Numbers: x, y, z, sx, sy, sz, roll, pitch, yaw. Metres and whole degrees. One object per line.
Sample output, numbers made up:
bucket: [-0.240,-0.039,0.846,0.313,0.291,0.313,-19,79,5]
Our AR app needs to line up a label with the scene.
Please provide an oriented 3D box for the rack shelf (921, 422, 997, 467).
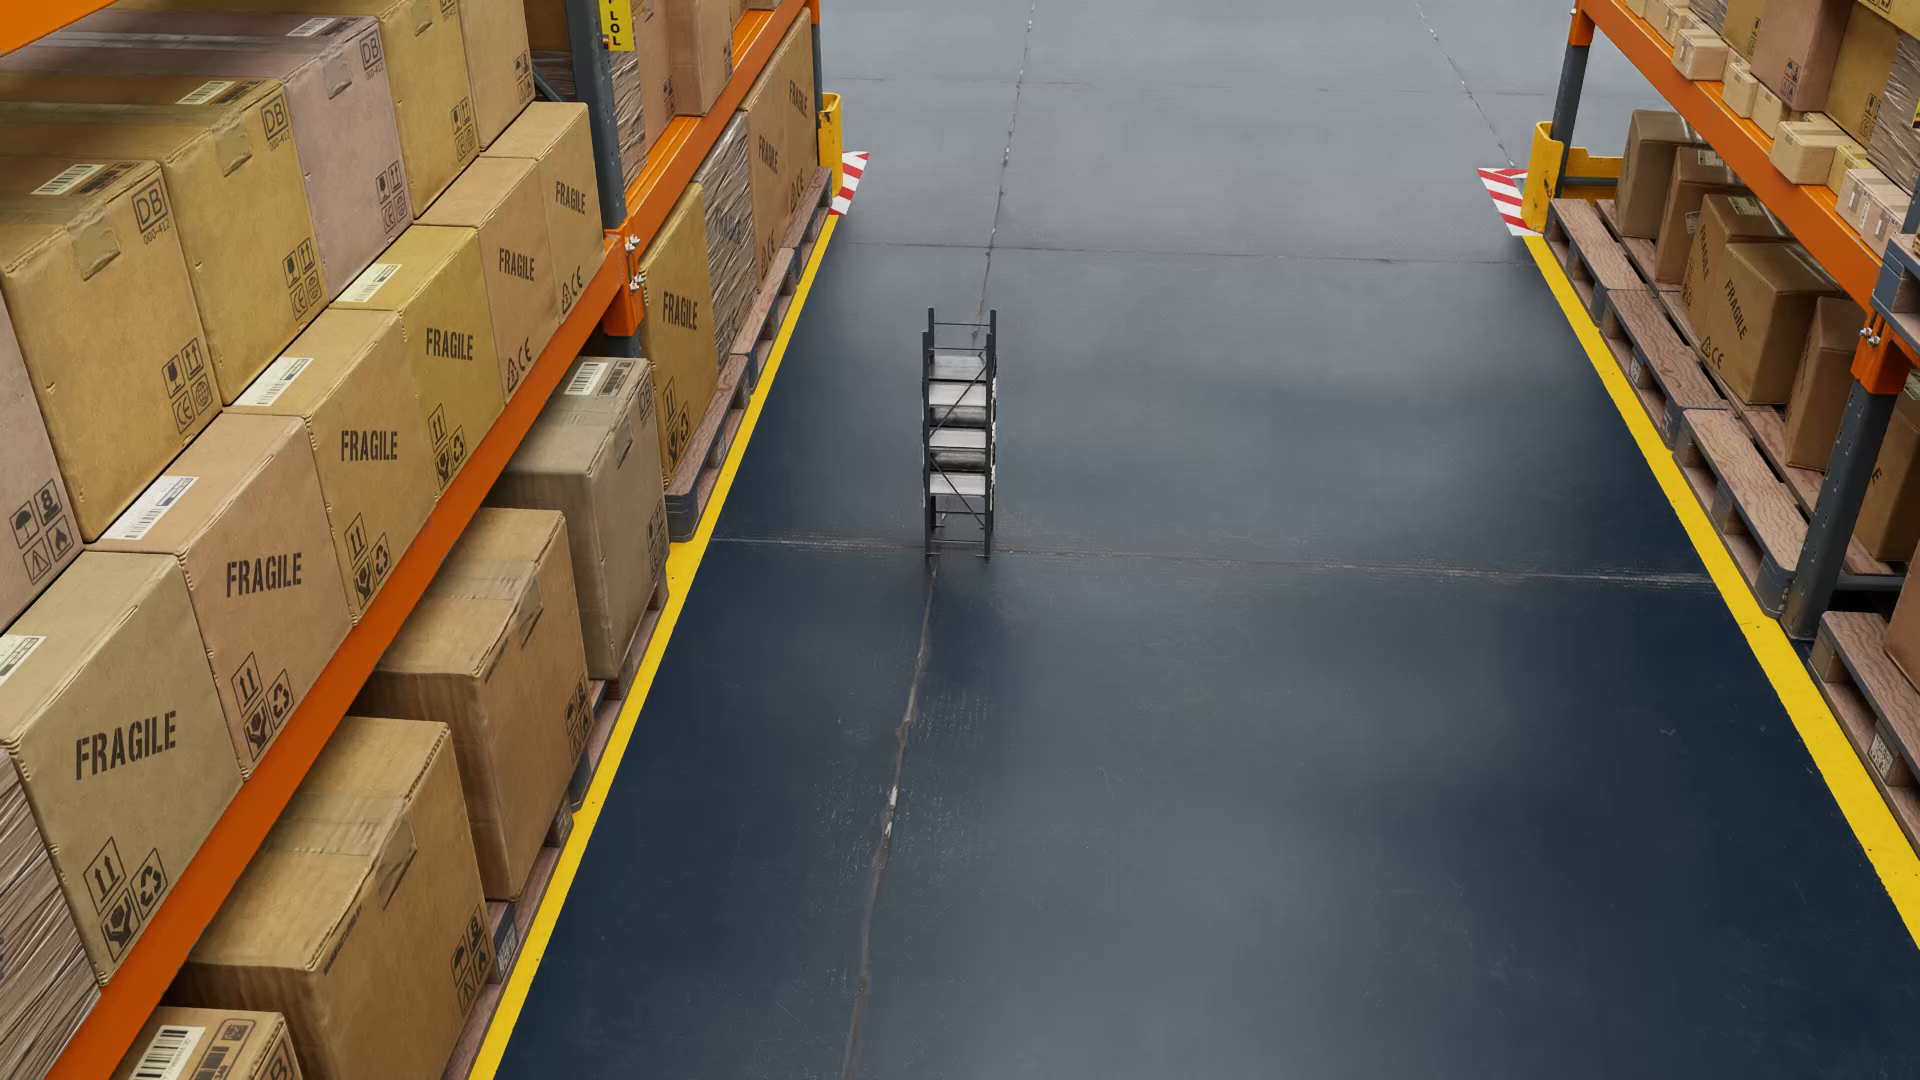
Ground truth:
rack shelf: [-0.001,-0.350,6.025,0.258,0.077,0.200,2,32,4]

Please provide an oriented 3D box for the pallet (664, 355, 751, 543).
pallet: [-1.454,-0.411,6.716,1.003,0.211,1.213,2,32,4]

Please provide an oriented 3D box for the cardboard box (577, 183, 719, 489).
cardboard box: [-1.472,-0.804,6.321,0.875,0.875,0.875,3,32,5]

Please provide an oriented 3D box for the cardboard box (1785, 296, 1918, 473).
cardboard box: [3.453,-0.561,6.284,0.500,0.500,0.500,13,34,19]

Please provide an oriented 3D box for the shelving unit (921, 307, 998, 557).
shelving unit: [-0.001,-0.379,6.007,0.258,0.900,0.210,2,32,4]

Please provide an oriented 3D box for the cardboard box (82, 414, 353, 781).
cardboard box: [-1.533,0.092,3.146,0.500,0.500,0.500,2,32,4]

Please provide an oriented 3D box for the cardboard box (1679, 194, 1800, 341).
cardboard box: [3.516,-1.179,7.287,0.500,0.500,0.500,5,32,9]

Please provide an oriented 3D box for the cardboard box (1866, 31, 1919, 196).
cardboard box: [3.440,-1.341,5.189,0.875,0.500,0.500,2,32,4]

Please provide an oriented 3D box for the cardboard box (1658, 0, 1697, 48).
cardboard box: [3.305,-2.263,7.303,0.380,0.149,0.250,2,32,4]

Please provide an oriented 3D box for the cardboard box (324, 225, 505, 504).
cardboard box: [-1.452,-0.434,4.000,0.500,0.500,0.500,3,32,5]

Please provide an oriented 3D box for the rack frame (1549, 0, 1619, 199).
rack frame: [3.668,-3.031,8.309,1.000,3.000,0.127,2,32,4]

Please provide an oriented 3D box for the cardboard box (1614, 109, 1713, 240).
cardboard box: [3.600,-1.820,8.326,0.500,0.500,0.500,8,33,13]

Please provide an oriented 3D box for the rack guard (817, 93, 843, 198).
rack guard: [-1.266,-2.244,9.415,1.175,0.500,0.348,2,32,4]

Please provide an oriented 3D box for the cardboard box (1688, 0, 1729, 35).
cardboard box: [3.591,-2.388,6.886,0.875,0.500,0.500,2,32,4]

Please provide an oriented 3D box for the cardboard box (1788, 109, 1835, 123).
cardboard box: [3.238,-1.476,6.026,0.380,0.149,0.250,2,32,4]

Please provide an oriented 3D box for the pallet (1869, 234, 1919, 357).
pallet: [3.135,-0.464,4.327,1.003,0.211,1.213,2,32,4]

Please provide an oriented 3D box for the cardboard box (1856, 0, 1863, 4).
cardboard box: [3.144,-2.043,5.374,0.500,0.500,0.500,2,32,4]

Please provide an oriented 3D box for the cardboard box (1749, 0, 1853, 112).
cardboard box: [3.456,-1.867,6.042,0.875,0.500,0.500,2,32,4]

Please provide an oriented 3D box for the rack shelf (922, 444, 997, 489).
rack shelf: [-0.001,-0.274,6.072,0.258,0.077,0.200,2,32,4]

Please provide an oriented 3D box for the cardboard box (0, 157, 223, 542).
cardboard box: [-1.793,-0.348,2.907,0.700,0.500,0.500,2,32,3]

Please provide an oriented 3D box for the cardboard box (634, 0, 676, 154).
cardboard box: [-1.553,-1.750,6.088,0.875,0.550,0.550,2,32,4]

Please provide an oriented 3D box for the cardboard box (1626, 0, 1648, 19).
cardboard box: [3.332,-2.525,7.728,0.380,0.149,0.250,2,32,4]

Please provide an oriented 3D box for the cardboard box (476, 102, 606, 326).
cardboard box: [-1.369,-0.962,4.857,0.500,0.500,0.500,2,32,4]

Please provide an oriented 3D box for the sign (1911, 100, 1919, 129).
sign: [2.800,-1.327,4.719,0.100,0.325,0.005,2,32,4]

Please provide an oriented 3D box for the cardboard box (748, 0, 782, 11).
cardboard box: [-1.276,-2.875,7.913,0.875,0.550,0.550,2,32,4]

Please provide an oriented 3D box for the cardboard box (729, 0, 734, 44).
cardboard box: [-1.448,-2.309,6.994,0.875,0.550,0.500,2,32,4]

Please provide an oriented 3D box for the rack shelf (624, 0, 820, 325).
rack shelf: [-1.431,-1.944,7.231,1.077,0.370,4.000,2,32,4]

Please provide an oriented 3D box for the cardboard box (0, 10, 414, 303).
cardboard box: [-1.709,-0.879,3.769,0.700,0.500,0.500,3,32,4]

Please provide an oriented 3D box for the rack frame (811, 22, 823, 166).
rack frame: [-1.268,-3.296,8.739,1.000,3.000,0.127,2,32,4]

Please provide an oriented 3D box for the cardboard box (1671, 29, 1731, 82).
cardboard box: [3.188,-2.005,6.884,0.380,0.149,0.250,2,32,4]

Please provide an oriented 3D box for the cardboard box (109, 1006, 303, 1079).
cardboard box: [-1.780,1.352,2.941,1.050,0.750,0.750,2,32,3]

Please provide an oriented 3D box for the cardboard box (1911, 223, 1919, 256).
cardboard box: [3.138,-0.964,3.983,1.000,1.000,1.000,3,32,4]

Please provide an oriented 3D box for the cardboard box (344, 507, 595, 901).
cardboard box: [-1.637,0.408,4.474,1.050,0.750,0.750,2,32,4]

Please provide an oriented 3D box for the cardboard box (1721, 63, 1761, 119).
cardboard box: [3.203,-1.741,6.456,0.380,0.149,0.250,2,32,4]

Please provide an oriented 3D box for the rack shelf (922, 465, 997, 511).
rack shelf: [-0.001,-0.197,6.119,0.258,0.077,0.200,2,32,4]

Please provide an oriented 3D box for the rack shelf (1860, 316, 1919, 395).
rack shelf: [3.179,0.413,3.407,1.077,0.370,4.000,2,32,4]

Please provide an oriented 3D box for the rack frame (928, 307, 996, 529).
rack frame: [0.008,-0.432,6.093,0.240,0.900,0.006,2,32,4]

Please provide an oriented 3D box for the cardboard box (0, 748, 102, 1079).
cardboard box: [-1.613,0.622,2.287,0.500,0.500,0.500,3,32,5]

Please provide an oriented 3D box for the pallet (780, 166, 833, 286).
pallet: [-1.255,-1.687,8.787,1.003,0.211,1.213,2,32,4]

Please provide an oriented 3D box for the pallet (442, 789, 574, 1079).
pallet: [-1.678,1.029,4.378,1.003,0.211,1.213,2,32,4]

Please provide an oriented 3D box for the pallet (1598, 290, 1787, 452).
pallet: [3.458,-0.745,7.257,1.003,0.211,1.213,2,32,4]

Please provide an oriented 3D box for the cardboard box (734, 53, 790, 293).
cardboard box: [-1.327,-1.752,7.859,0.875,0.875,0.875,2,32,3]

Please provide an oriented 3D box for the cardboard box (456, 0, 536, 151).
cardboard box: [-1.628,-1.412,4.635,0.700,0.500,0.500,2,32,3]

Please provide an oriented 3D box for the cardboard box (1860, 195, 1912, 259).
cardboard box: [3.066,-0.957,5.184,0.380,0.149,0.250,2,32,4]

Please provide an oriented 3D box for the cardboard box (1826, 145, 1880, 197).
cardboard box: [3.176,-1.216,5.603,0.380,0.149,0.250,2,32,4]
